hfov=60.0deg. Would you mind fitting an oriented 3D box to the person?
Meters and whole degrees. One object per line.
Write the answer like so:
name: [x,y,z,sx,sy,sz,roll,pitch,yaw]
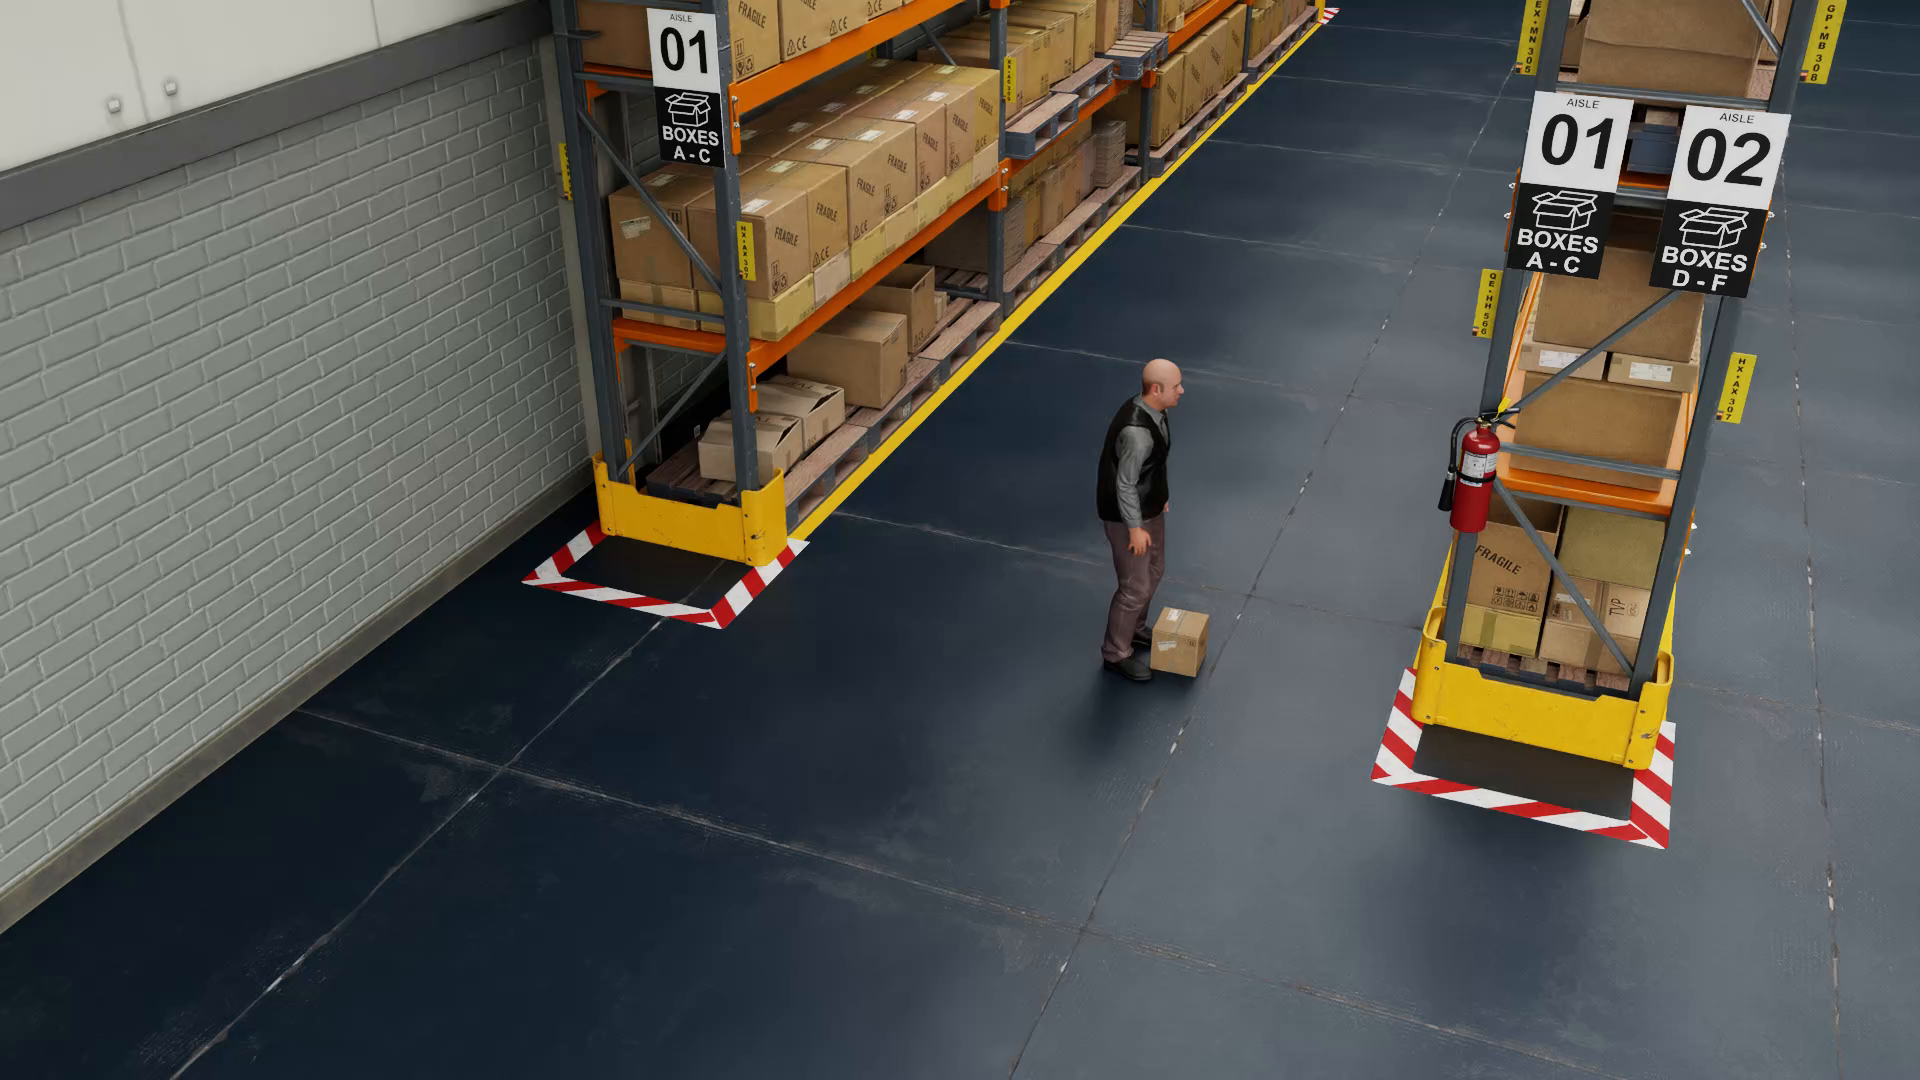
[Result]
person: [0.924,-0.146,8.681,0.413,1.722,0.591,10,31,17]
